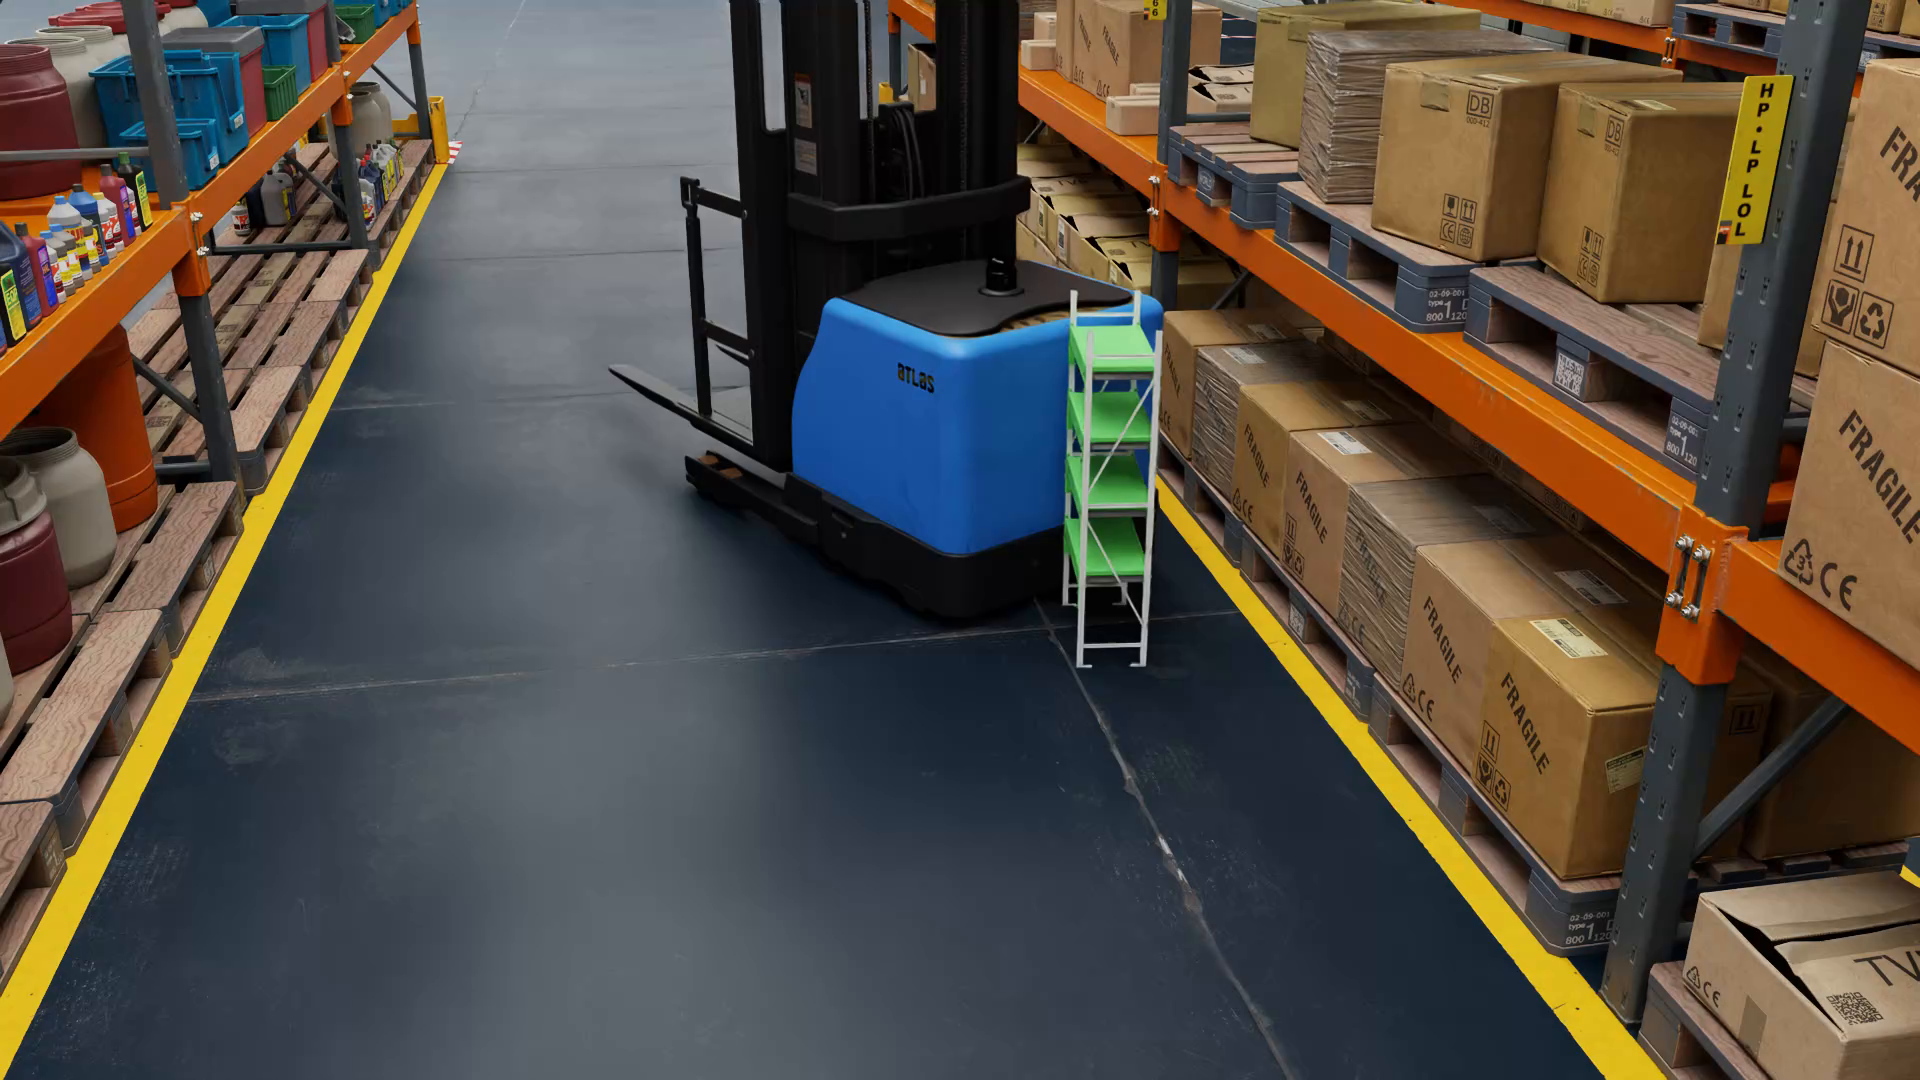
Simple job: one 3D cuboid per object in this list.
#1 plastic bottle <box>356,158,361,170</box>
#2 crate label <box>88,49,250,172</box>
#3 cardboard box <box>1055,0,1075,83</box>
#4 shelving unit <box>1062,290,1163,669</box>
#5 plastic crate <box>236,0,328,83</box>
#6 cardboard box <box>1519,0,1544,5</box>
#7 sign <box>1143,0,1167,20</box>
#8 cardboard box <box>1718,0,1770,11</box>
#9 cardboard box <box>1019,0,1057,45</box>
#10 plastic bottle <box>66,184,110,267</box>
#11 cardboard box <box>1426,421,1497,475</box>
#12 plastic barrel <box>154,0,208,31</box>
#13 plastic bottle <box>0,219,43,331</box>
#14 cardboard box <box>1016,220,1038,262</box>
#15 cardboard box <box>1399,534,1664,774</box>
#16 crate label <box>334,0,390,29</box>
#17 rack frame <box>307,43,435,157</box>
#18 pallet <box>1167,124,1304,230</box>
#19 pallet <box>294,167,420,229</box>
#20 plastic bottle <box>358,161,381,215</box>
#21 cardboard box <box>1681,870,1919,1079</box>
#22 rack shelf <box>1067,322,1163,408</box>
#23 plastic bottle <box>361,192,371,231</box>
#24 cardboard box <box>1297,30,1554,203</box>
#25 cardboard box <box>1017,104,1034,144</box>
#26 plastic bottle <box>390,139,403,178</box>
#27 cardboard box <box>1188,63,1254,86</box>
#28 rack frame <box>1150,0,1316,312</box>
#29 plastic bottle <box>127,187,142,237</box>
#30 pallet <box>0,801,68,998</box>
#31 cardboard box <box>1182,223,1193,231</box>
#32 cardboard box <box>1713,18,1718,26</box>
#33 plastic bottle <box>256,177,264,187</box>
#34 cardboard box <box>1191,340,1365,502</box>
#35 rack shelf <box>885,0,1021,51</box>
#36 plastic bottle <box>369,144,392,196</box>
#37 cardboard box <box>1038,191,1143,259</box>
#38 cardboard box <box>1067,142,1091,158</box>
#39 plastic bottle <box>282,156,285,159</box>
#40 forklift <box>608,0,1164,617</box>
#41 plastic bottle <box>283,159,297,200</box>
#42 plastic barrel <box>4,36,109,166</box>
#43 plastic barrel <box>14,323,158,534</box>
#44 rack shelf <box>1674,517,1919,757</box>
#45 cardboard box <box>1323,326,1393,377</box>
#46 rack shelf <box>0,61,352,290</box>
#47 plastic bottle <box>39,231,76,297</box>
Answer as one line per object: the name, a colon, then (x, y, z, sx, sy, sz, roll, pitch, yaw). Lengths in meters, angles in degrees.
plastic bottle: (-4.249, -2.555, 11.705, 0.152, 0.276, 0.135, -4, 24, -10)
crate label: (-3.432, -1.886, 7.277, 0.502, 0.435, 0.616, -4, 24, -10)
cardboard box: (0.839, -2.933, 9.593, 0.500, 0.500, 0.500, -3, 24, -6)
shelving unit: (0.512, -0.209, 5.730, 0.258, 1.200, 0.503, -1, 24, -2)
plastic crate: (-3.863, -2.894, 9.549, 0.402, 0.464, 0.583, -4, 24, -10)
cardboard box: (4.811, -4.461, 13.379, 0.500, 0.250, 0.500, -4, 24, -9)
sign: (0.810, -2.312, 6.850, 0.100, 0.325, 0.005, -4, 24, -10)
cardboard box: (5.543, -3.810, 11.052, 0.700, 0.500, 0.500, -4, 24, -10)
cardboard box: (0.527, -3.617, 11.160, 0.700, 0.500, 0.500, -5, 24, -11)
plastic bottle: (-2.938, -1.059, 5.587, 0.097, 0.271, 0.097, 0, 24, 0)
cardboard box: (1.957, -0.120, 5.851, 0.500, 0.500, 0.500, -5, 24, -12)
plastic barrel: (-4.292, -2.702, 9.020, 0.433, 0.535, 0.433, 0, 24, 0)
plastic bottle: (-2.820, -0.794, 4.881, 0.144, 0.351, 0.185, -4, 24, -10)
cardboard box: (0.638, -1.748, 9.916, 0.500, 0.250, 0.500, -5, 24, -11)
cardboard box: (1.638, 0.325, 4.831, 0.500, 0.500, 0.500, -4, 24, -10)
crate label: (-4.387, -3.918, 11.929, 0.502, 0.435, 0.616, -4, 24, -10)
rack frame: (-4.993, -4.606, 13.548, 1.000, 3.000, 0.127, -4, 24, -10)
pallet: (1.549, -1.475, 6.619, 1.213, 0.211, 1.003, -4, 24, -10)
pallet: (-4.566, -2.503, 12.217, 1.003, 0.211, 1.213, -4, 24, -10)
plastic bottle: (-3.995, -2.368, 11.185, 0.144, 0.351, 0.185, -4, 24, -8)
cardboard box: (1.960, 0.961, 3.612, 0.500, 0.311, 0.500, -4, 24, -10)
rack shelf: (0.512, -0.590, 5.563, 0.258, 0.148, 0.480, -1, 24, -2)
plastic bottle: (-3.882, -2.142, 10.765, 0.097, 0.271, 0.097, 0, 24, 0)
cardboard box: (1.564, -1.449, 5.671, 0.700, 0.500, 0.500, 0, 24, 0)
cardboard box: (0.234, -3.037, 11.931, 0.500, 0.500, 0.500, -4, 24, -10)
plastic bottle: (-4.183, -2.828, 12.322, 0.061, 0.283, 0.133, -4, 24, -8)
cardboard box: (1.380, -2.150, 8.035, 0.500, 0.311, 0.500, -5, 24, -10)
rack frame: (1.355, -1.824, 7.179, 1.000, 3.000, 0.127, -4, 24, -10)
plastic bottle: (-3.016, -1.194, 5.984, 0.097, 0.201, 0.097, 0, 24, 0)
pallet: (-2.876, 1.086, 4.001, 1.003, 0.211, 1.213, -4, 24, -10)
cardboard box: (1.349, -1.648, 8.986, 0.500, 0.311, 0.500, -5, 24, -11)
cardboard box: (5.607, -3.907, 12.110, 0.500, 0.250, 0.500, -4, 24, -9)
plastic bottle: (-4.691, -2.328, 11.092, 0.144, 0.351, 0.185, -6, 24, -12)
cardboard box: (1.261, -0.475, 6.662, 0.500, 0.500, 0.500, -5, 24, -12)
rack shelf: (0.245, -3.855, 12.727, 1.077, 0.370, 4.000, -4, 24, -10)
plastic bottle: (-4.108, -2.610, 11.738, 0.144, 0.351, 0.185, -4, 24, -10)
cardboard box: (0.732, -1.801, 9.337, 0.500, 0.311, 0.500, -4, 24, -8)
cardboard box: (0.972, -2.449, 10.819, 0.500, 0.311, 0.500, -4, 24, -10)
plastic bottle: (-4.901, -2.686, 12.012, 0.097, 0.271, 0.097, 0, 24, 0)
forklift: (-0.533, -1.591, 6.731, 1.130, 2.935, 3.031, -17, 29, -34)
plastic bottle: (-4.673, -2.496, 11.562, 0.061, 0.283, 0.133, -4, 24, -10)
plastic barrel: (-3.914, -1.899, 7.211, 0.421, 0.512, 0.421, 0, 24, 0)
plastic barrel: (-3.407, -0.466, 6.256, 0.600, 0.830, 0.708, -4, 24, -10)
rack shelf: (2.464, 0.865, 1.919, 1.077, 0.370, 4.000, -4, 24, -10)
cardboard box: (1.773, -0.852, 6.589, 0.500, 0.250, 0.500, -3, 24, -8)
rack shelf: (-3.884, -1.916, 8.288, 1.077, 0.370, 4.000, -4, 24, -10)
plastic bottle: (-2.866, -0.873, 5.250, 0.097, 0.201, 0.097, 0, 24, 0)
